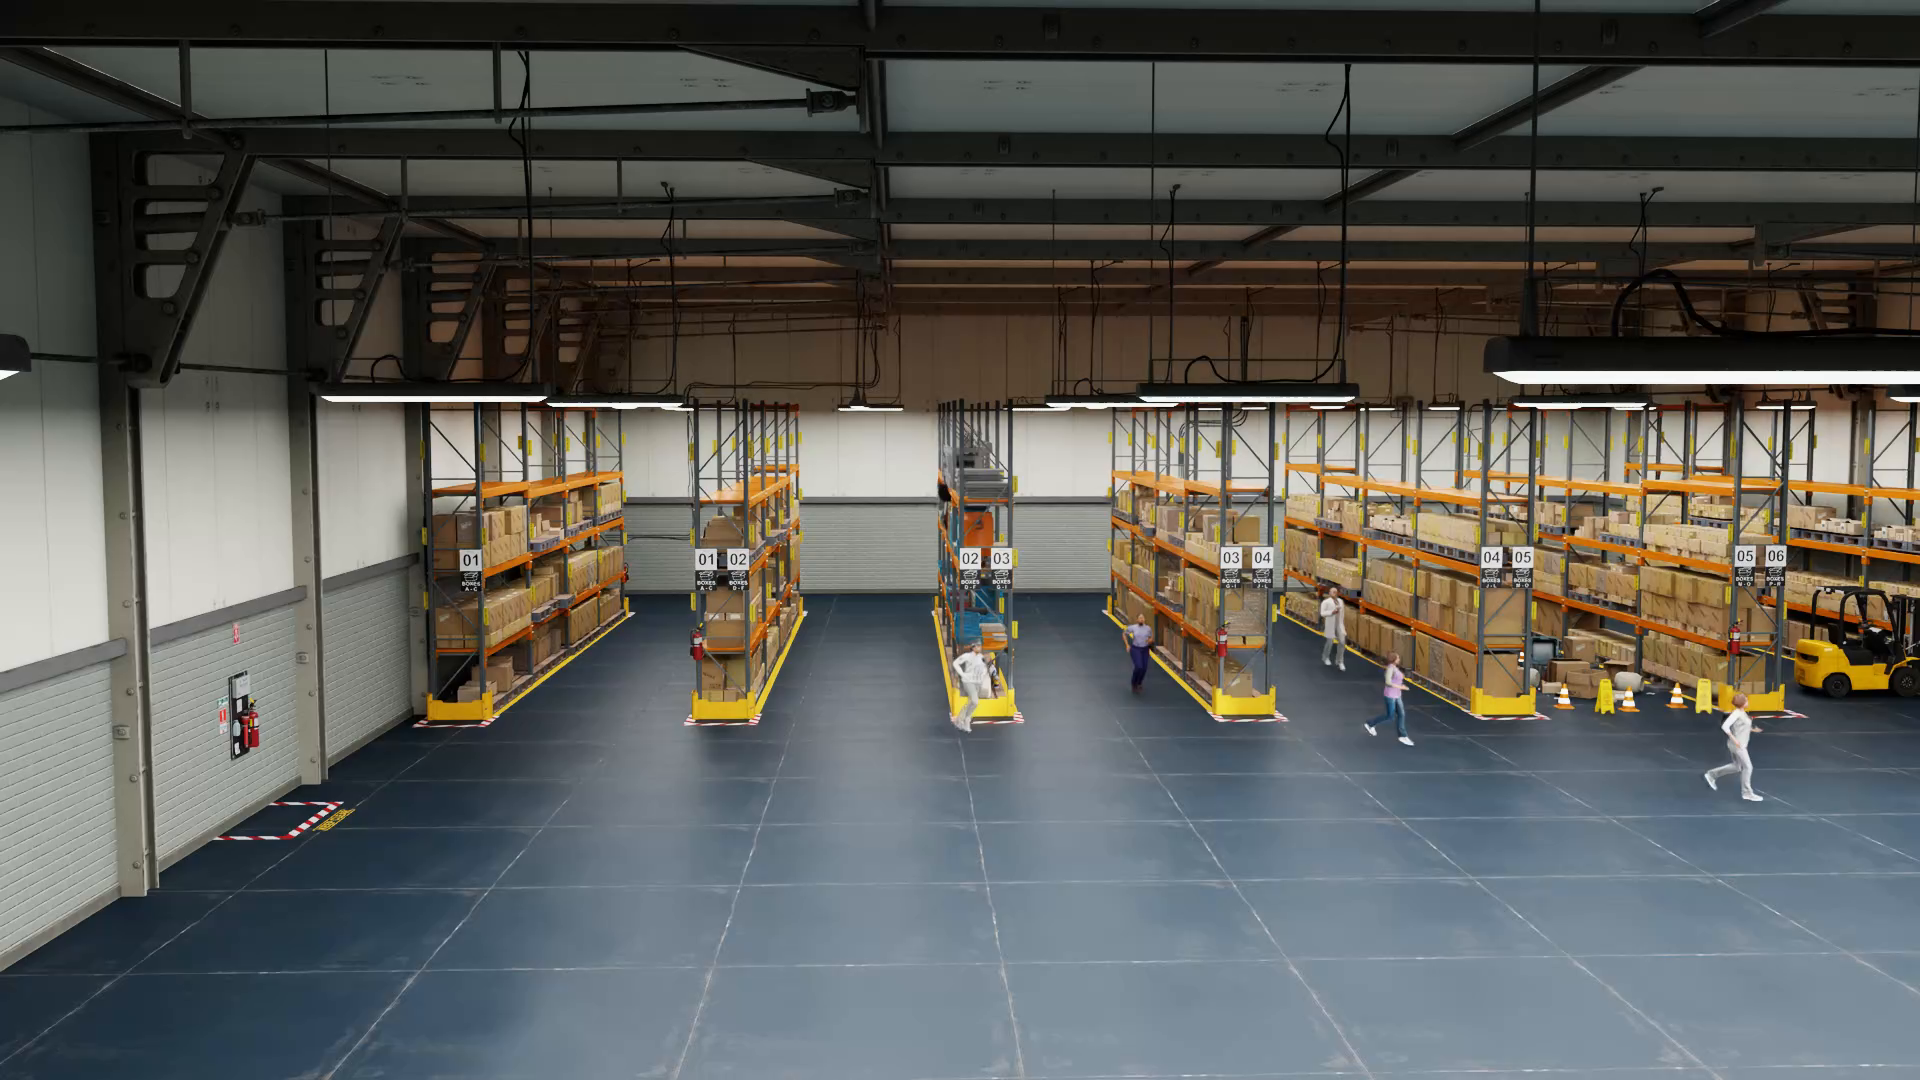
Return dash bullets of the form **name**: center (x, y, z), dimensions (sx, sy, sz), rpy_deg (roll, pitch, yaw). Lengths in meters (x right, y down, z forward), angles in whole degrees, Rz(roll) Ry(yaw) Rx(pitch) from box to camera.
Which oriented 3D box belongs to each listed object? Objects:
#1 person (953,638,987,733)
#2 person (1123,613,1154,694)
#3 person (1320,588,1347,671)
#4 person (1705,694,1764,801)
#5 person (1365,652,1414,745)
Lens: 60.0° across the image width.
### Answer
- **person**: center (0.205, 2.616, 30.090), dimensions (0.622, 1.708, 0.608), rpy_deg (4, 6, 43)
- **person**: center (3.691, 2.329, 34.076), dimensions (0.577, 1.648, 0.672), rpy_deg (-1, 5, -17)
- **person**: center (8.405, 1.983, 37.410), dimensions (0.685, 1.831, 0.832), rpy_deg (-1, 4, -11)
- **person**: center (11.478, 3.058, 24.640), dimensions (0.804, 1.561, 0.538), rpy_deg (2, 5, 30)
- **person**: center (7.477, 2.733, 28.900), dimensions (0.852, 1.608, 0.556), rpy_deg (3, 5, 30)
